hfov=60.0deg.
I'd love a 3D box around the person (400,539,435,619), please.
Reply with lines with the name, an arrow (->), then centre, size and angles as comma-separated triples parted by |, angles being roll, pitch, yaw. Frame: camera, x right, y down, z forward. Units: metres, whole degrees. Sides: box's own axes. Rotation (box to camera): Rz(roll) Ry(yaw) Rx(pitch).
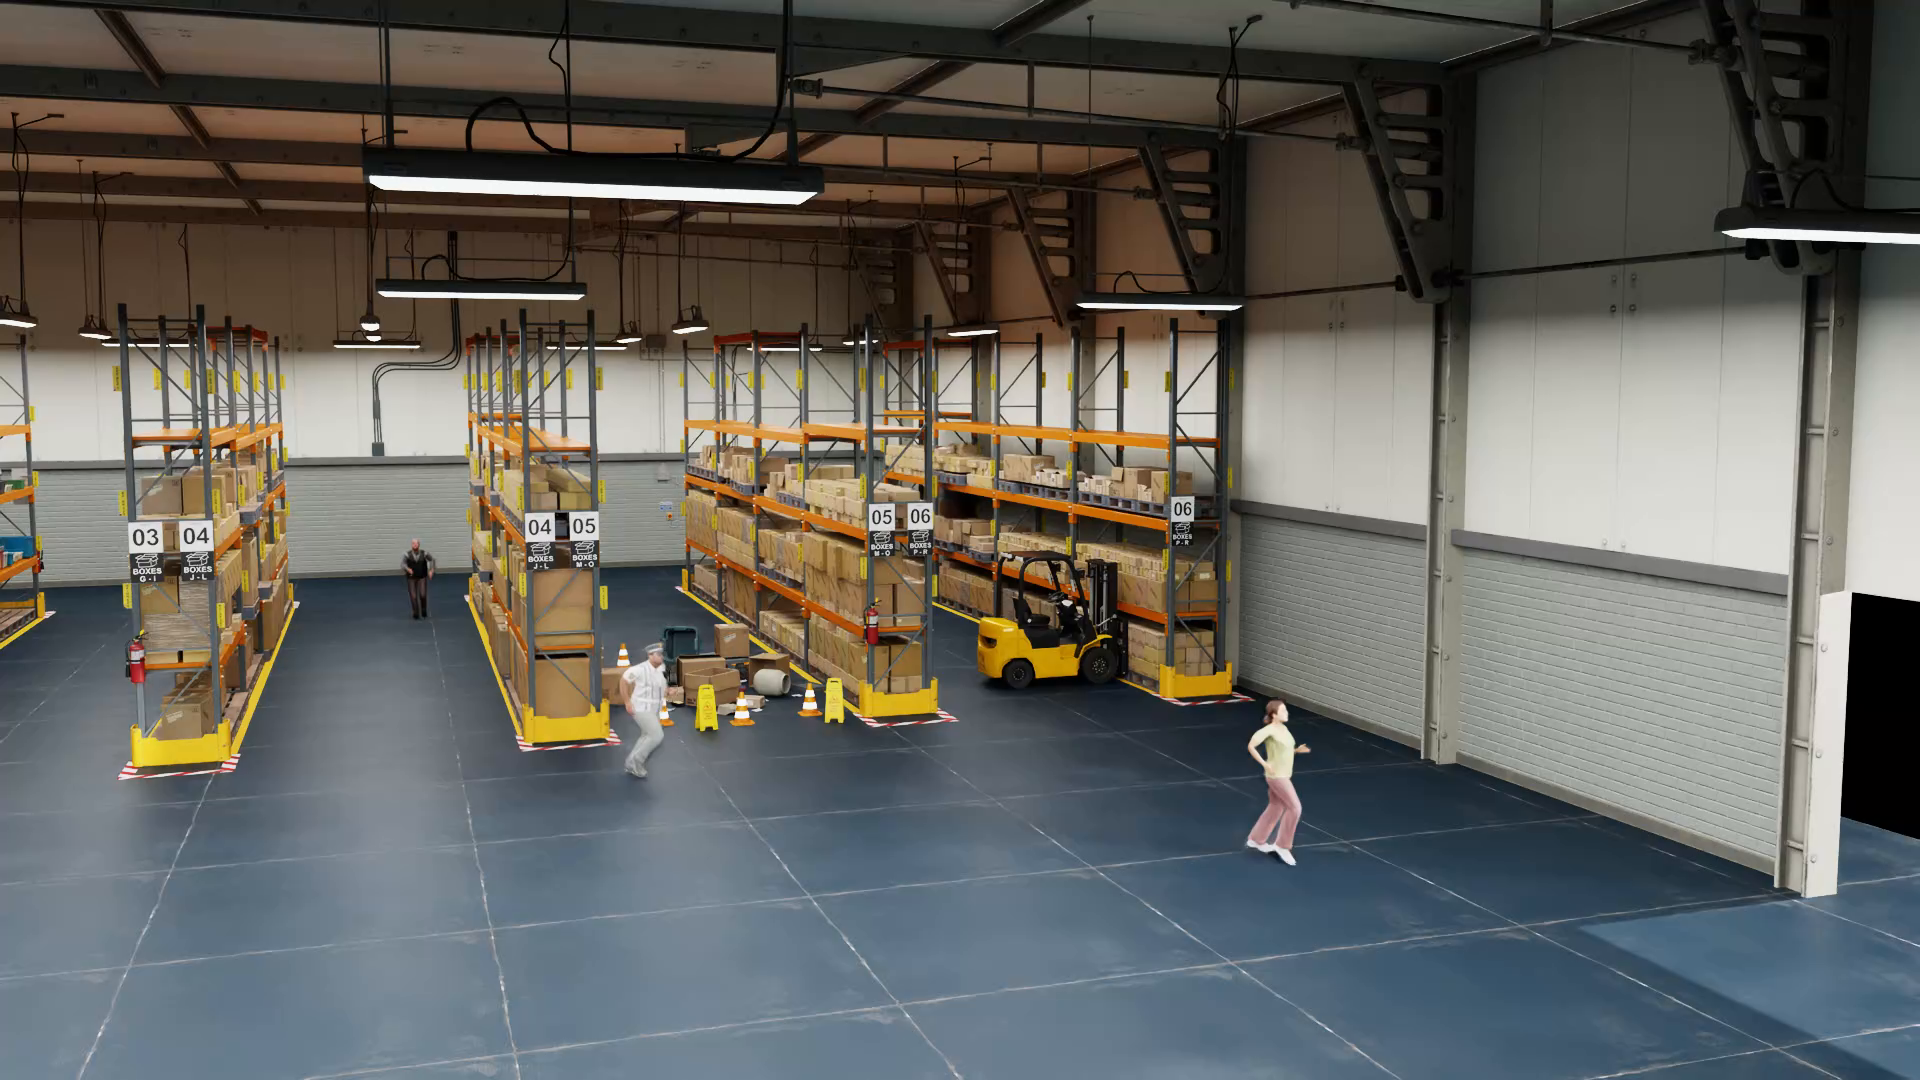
person -> -11.438, 0.831, 35.094 | 0.690, 1.707, 0.653 | -2, 6, -17

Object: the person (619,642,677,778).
person -> -3.926, 2.144, 21.021 | 0.765, 1.736, 0.623 | 2, 6, 20

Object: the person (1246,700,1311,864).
person -> 3.330, 2.543, 17.435 | 0.670, 1.676, 0.558 | 3, 6, 28
